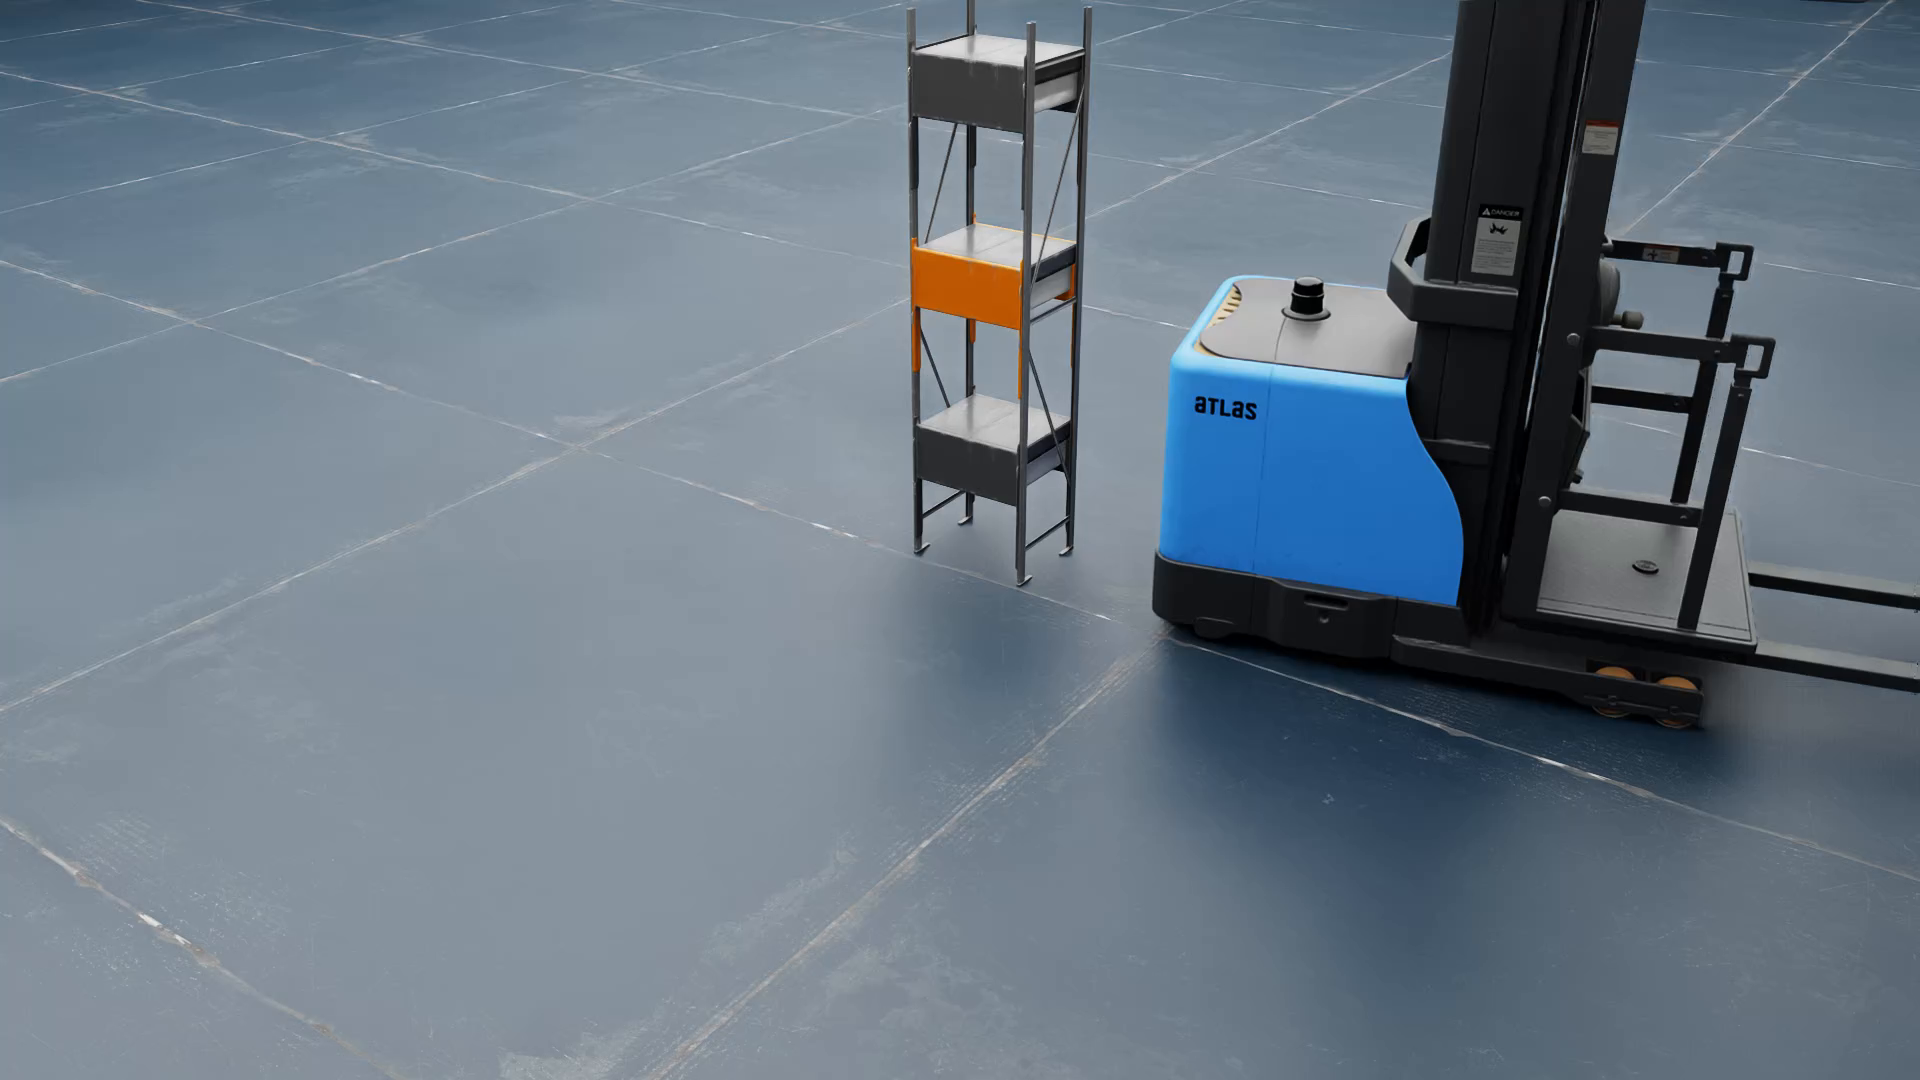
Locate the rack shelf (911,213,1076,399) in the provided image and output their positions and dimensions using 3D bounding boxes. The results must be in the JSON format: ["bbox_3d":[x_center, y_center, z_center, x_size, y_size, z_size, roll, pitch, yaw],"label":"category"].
[{"bbox_3d":[0.136,-0.881,6.196,0.480,0.518,0.431,17,32,30],"label":"rack shelf"}]

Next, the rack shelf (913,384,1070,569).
[{"bbox_3d":[0.136,-0.257,6.514,0.480,0.518,0.431,17,32,30],"label":"rack shelf"}]

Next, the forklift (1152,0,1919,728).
[{"bbox_3d":[2.276,-0.954,5.392,3.031,2.935,1.130,9,28,17],"label":"forklift"}]

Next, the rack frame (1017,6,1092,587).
[{"bbox_3d":[0.338,-0.831,6.067,0.015,2.100,0.400,17,32,30],"label":"rack frame"}]

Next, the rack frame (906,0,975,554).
[{"bbox_3d":[-0.065,-0.956,6.313,0.015,2.100,0.400,17,32,30],"label":"rack frame"}]

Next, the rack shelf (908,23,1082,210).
[{"bbox_3d":[0.136,-1.505,5.879,0.480,0.518,0.431,17,32,30],"label":"rack shelf"}]

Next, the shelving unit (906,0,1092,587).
[{"bbox_3d":[0.136,-0.893,6.190,0.503,2.100,0.431,17,32,30],"label":"shelving unit"}]
